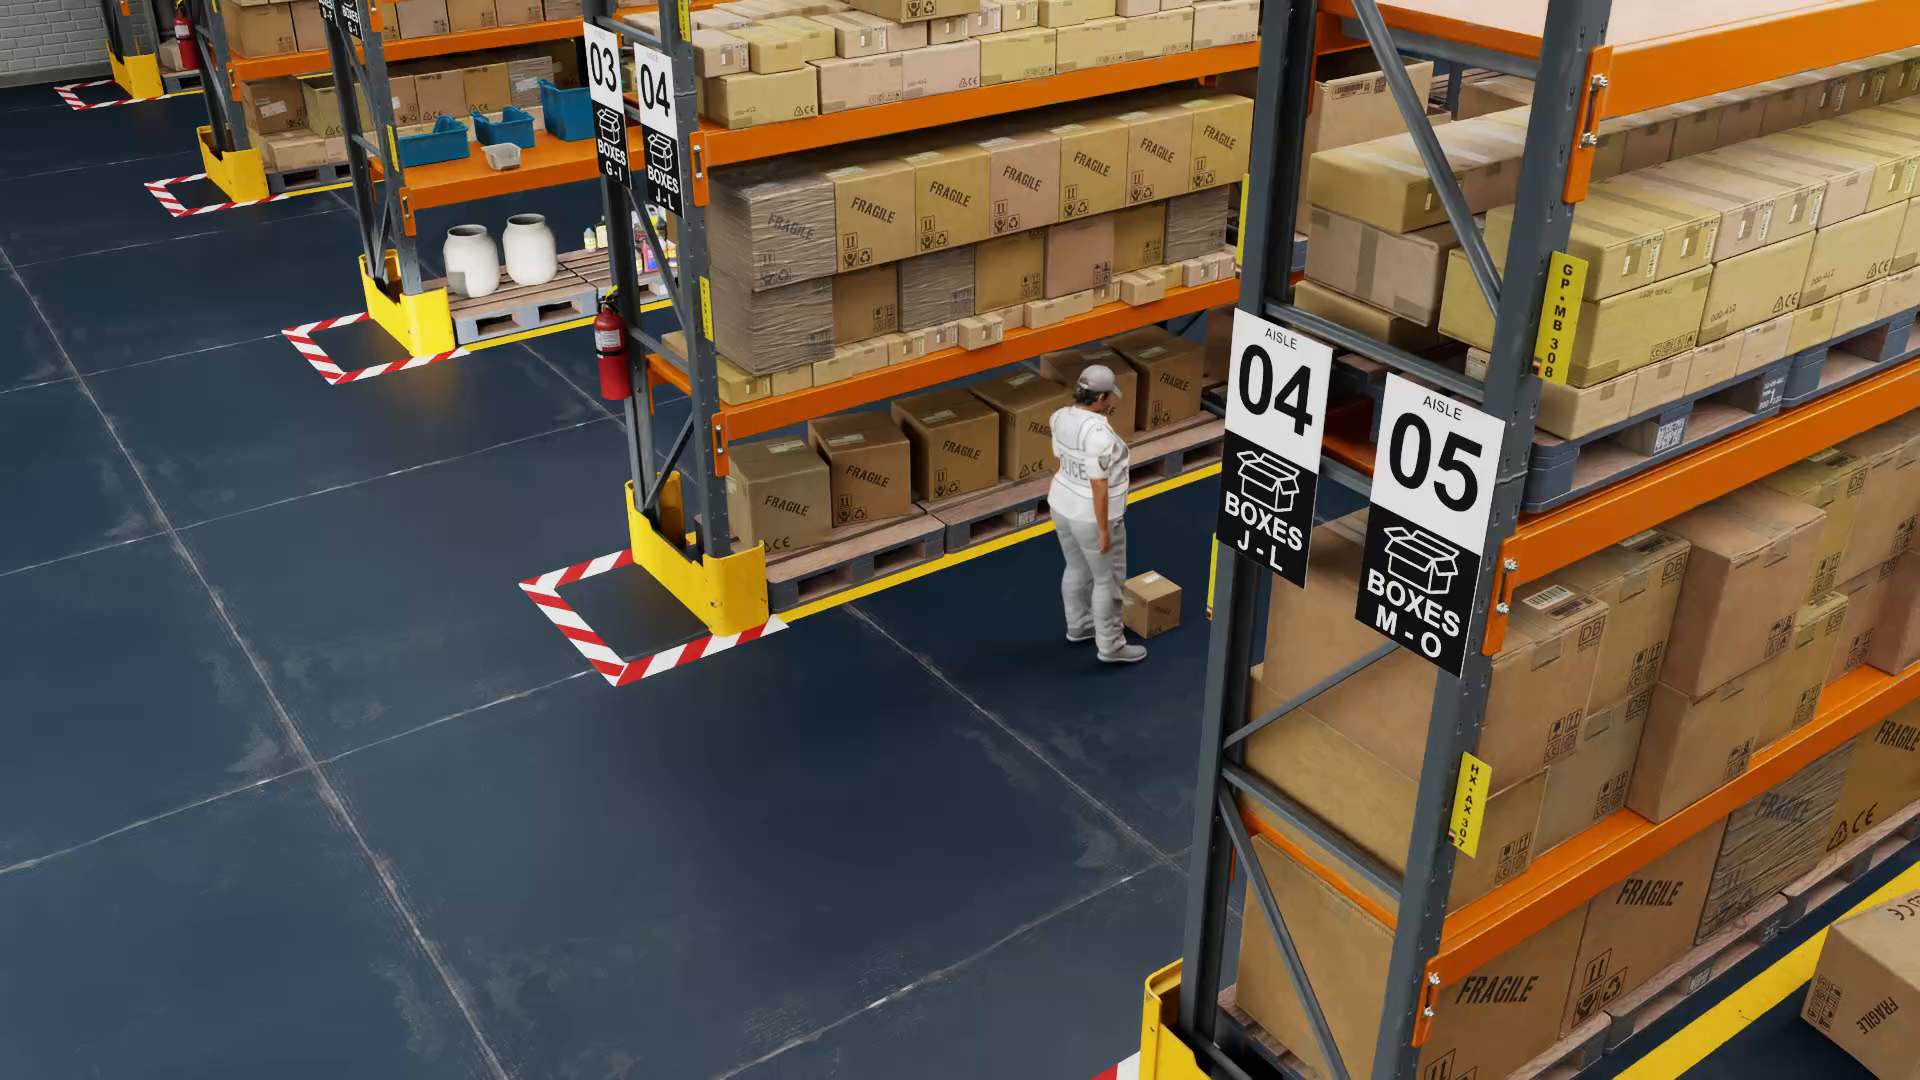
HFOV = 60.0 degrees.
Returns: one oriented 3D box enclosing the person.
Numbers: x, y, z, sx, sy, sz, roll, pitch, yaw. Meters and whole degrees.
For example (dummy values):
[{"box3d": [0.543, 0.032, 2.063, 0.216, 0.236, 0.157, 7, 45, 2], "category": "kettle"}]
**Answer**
[{"box3d": [0.720, -0.136, 8.848, 0.465, 1.670, 0.530, -16, 32, -26], "category": "person"}]
